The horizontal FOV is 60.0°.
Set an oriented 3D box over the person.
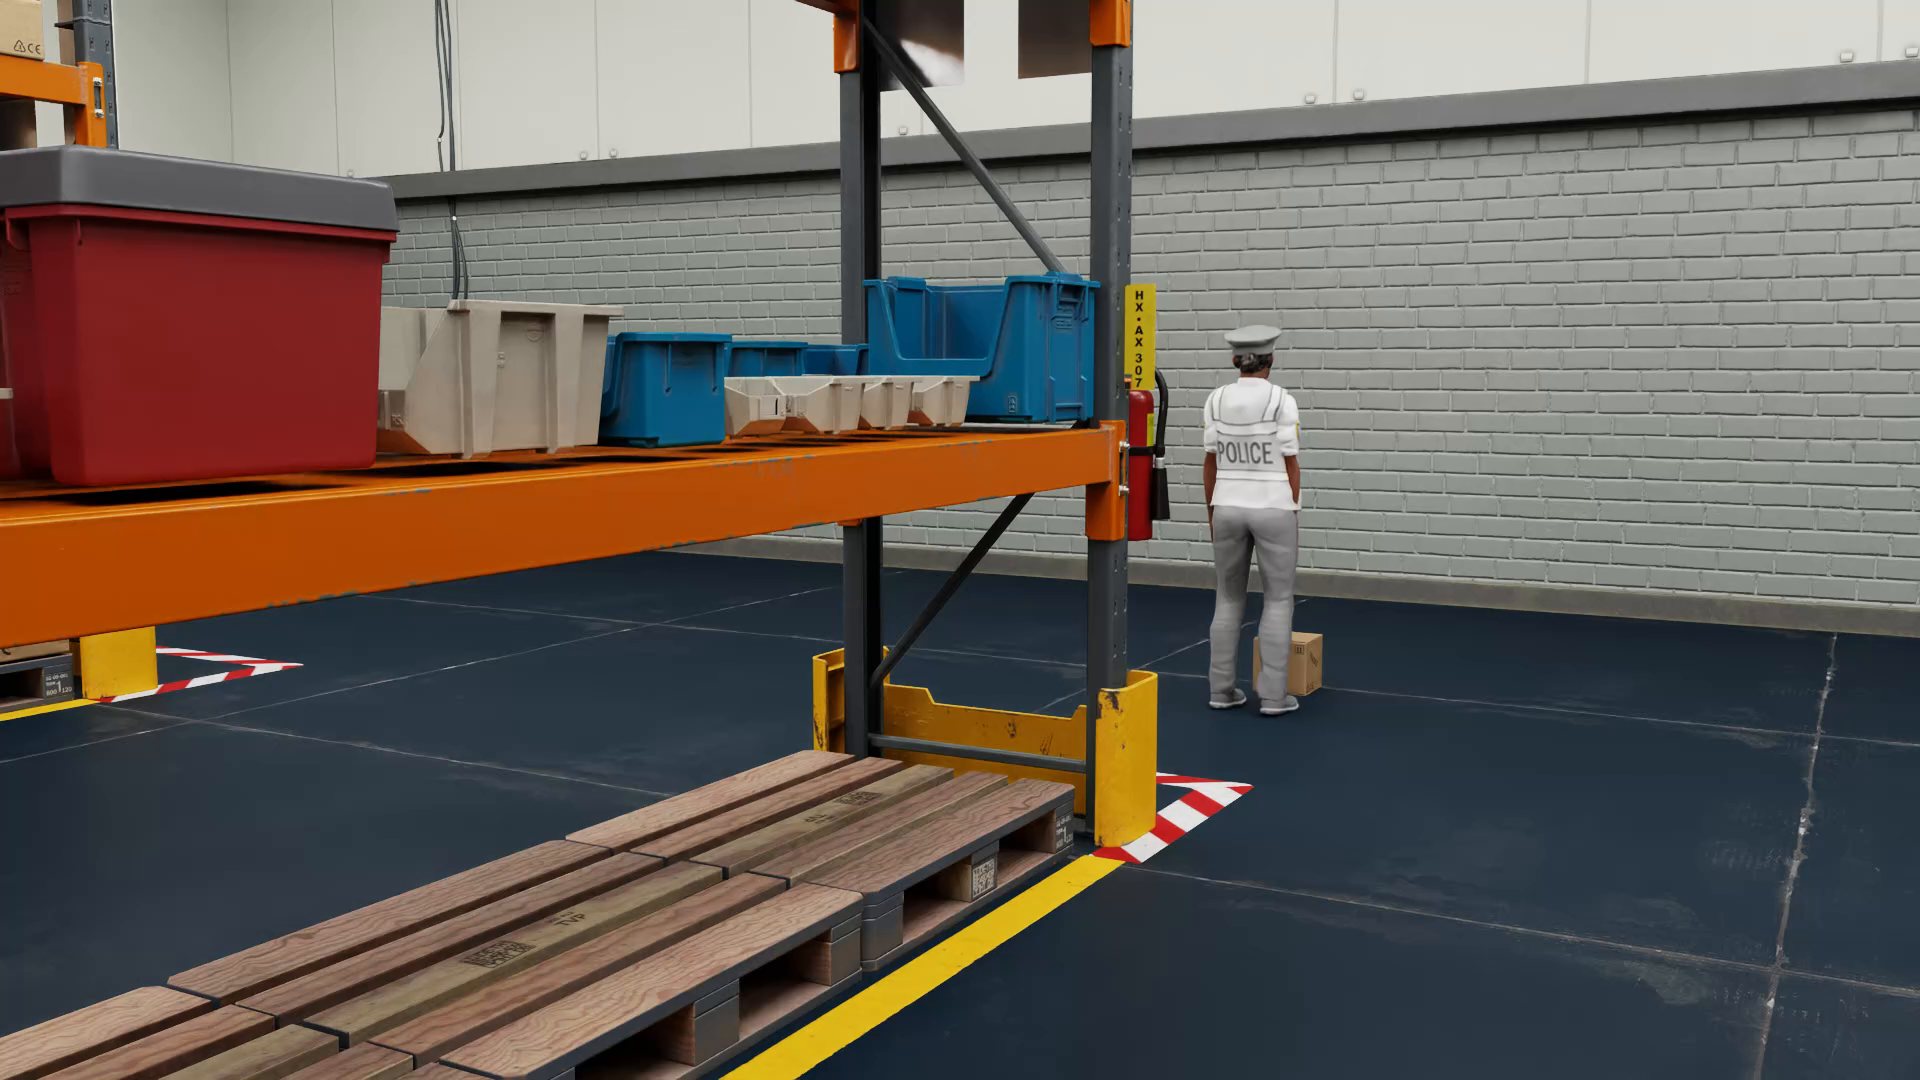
[{"bbox_3d":[1.267,-0.091,7.205,0.437,1.672,0.341,3,7,30],"label":"person"}]
